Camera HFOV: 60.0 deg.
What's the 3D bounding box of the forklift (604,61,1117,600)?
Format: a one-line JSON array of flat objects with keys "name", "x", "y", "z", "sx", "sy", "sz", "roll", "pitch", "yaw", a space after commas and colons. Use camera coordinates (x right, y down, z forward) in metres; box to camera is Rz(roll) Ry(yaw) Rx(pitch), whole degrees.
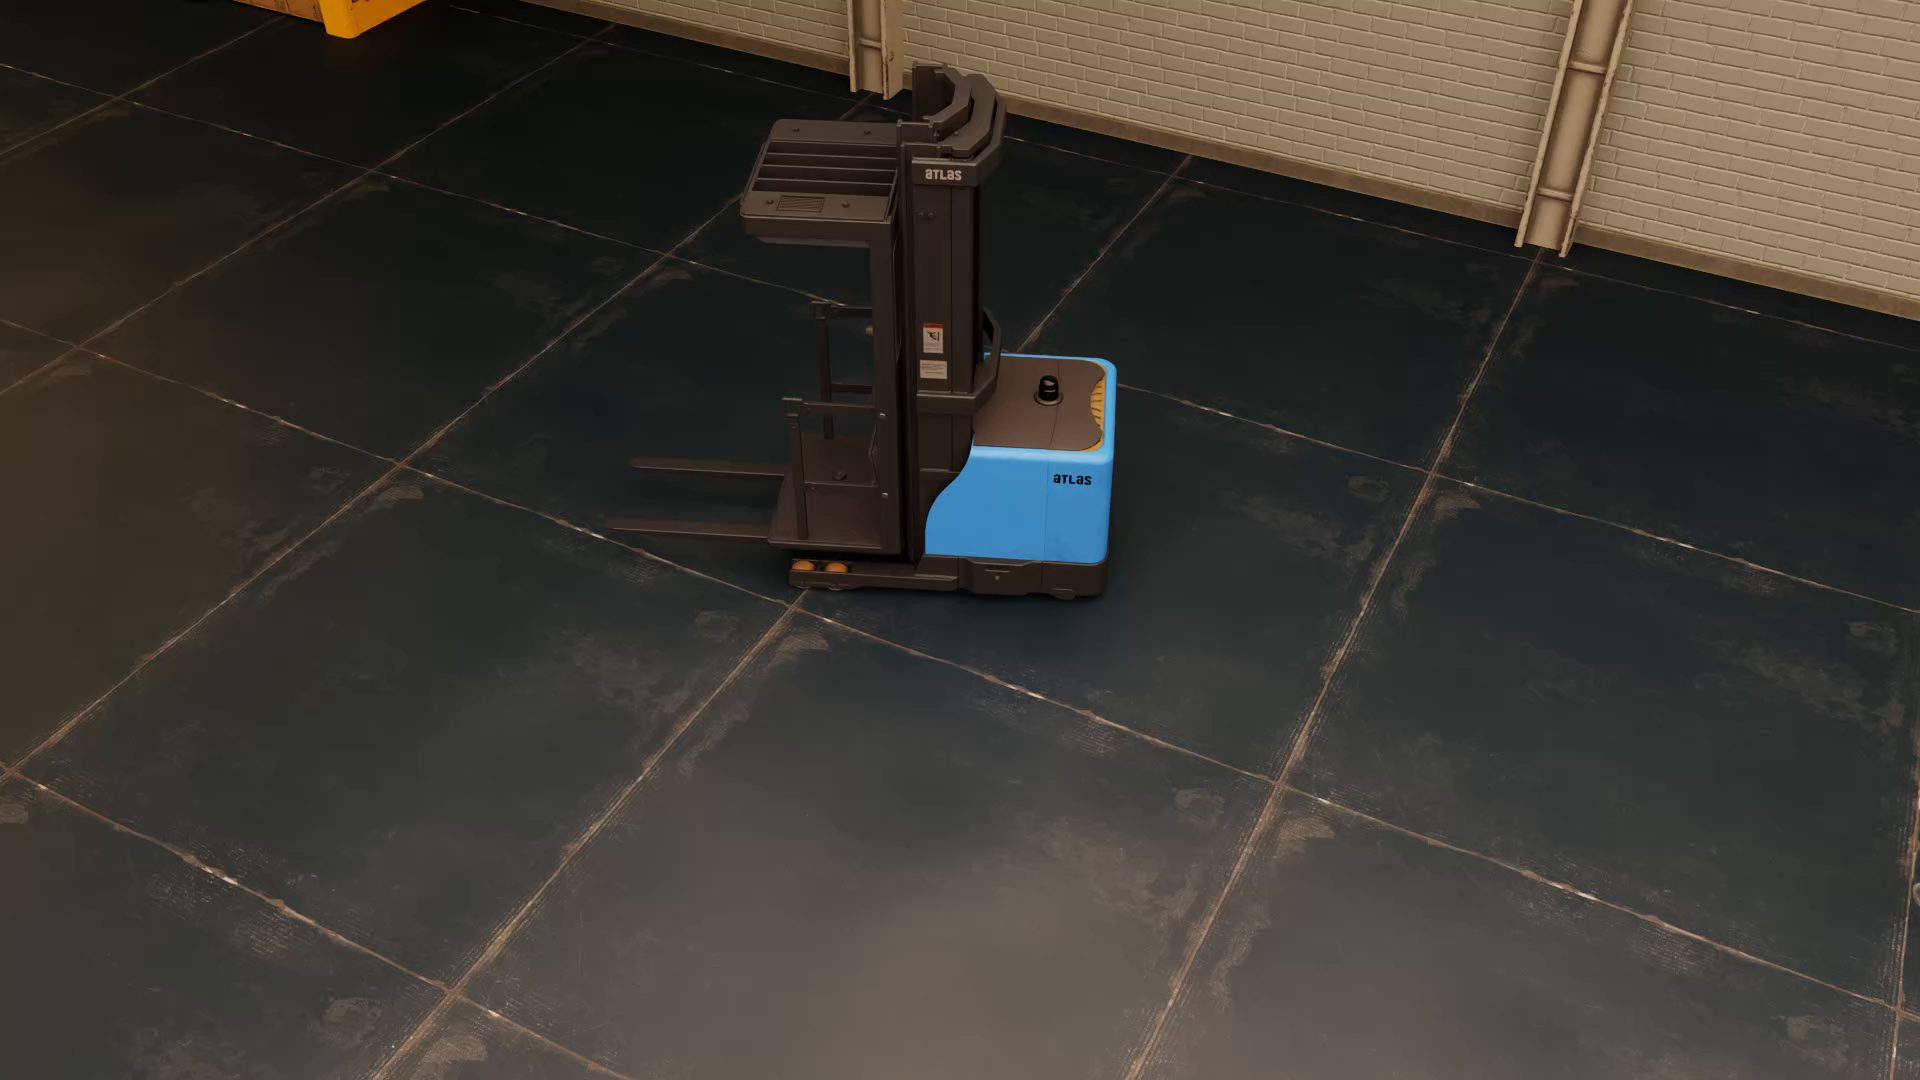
[{"name": "forklift", "x": -0.606, "y": -1.157, "z": 9.360, "sx": 3.031, "sy": 2.935, "sz": 1.130, "roll": 3, "pitch": 40, "yaw": 4}]
